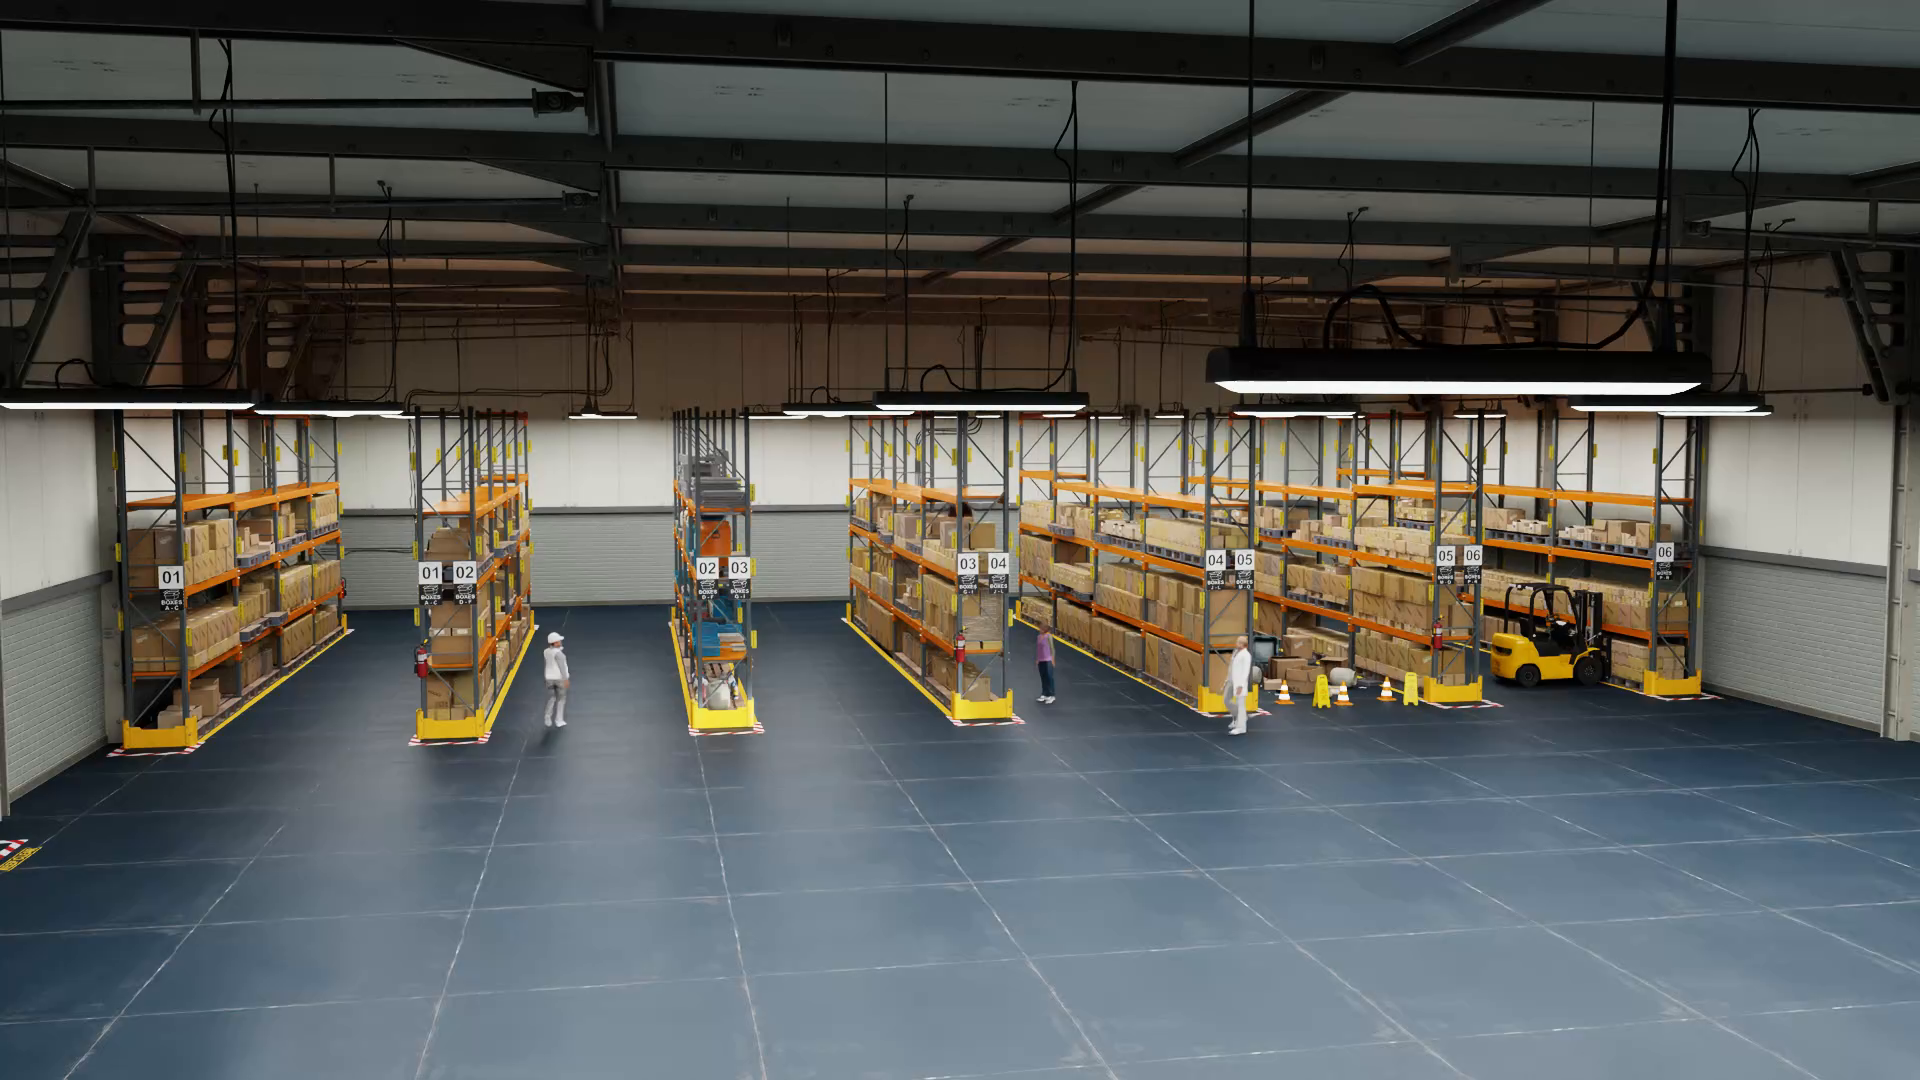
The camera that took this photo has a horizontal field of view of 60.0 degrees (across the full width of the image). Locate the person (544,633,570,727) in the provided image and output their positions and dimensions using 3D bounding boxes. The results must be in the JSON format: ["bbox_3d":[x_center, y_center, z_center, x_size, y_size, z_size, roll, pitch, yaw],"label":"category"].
[{"bbox_3d":[-7.572,2.608,31.131,0.545,1.766,0.481,1,4,17],"label":"person"}]

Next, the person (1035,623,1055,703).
[{"bbox_3d":[1.734,2.501,34.064,0.508,1.610,0.388,4,6,43],"label":"person"}]

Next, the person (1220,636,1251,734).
[{"bbox_3d":[5.102,2.645,30.644,0.565,1.776,0.663,-2,5,-27],"label":"person"}]

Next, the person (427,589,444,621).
[{"bbox_3d":[-13.265,1.833,42.128,0.483,1.753,0.947,-1,4,-9],"label":"person"}]
